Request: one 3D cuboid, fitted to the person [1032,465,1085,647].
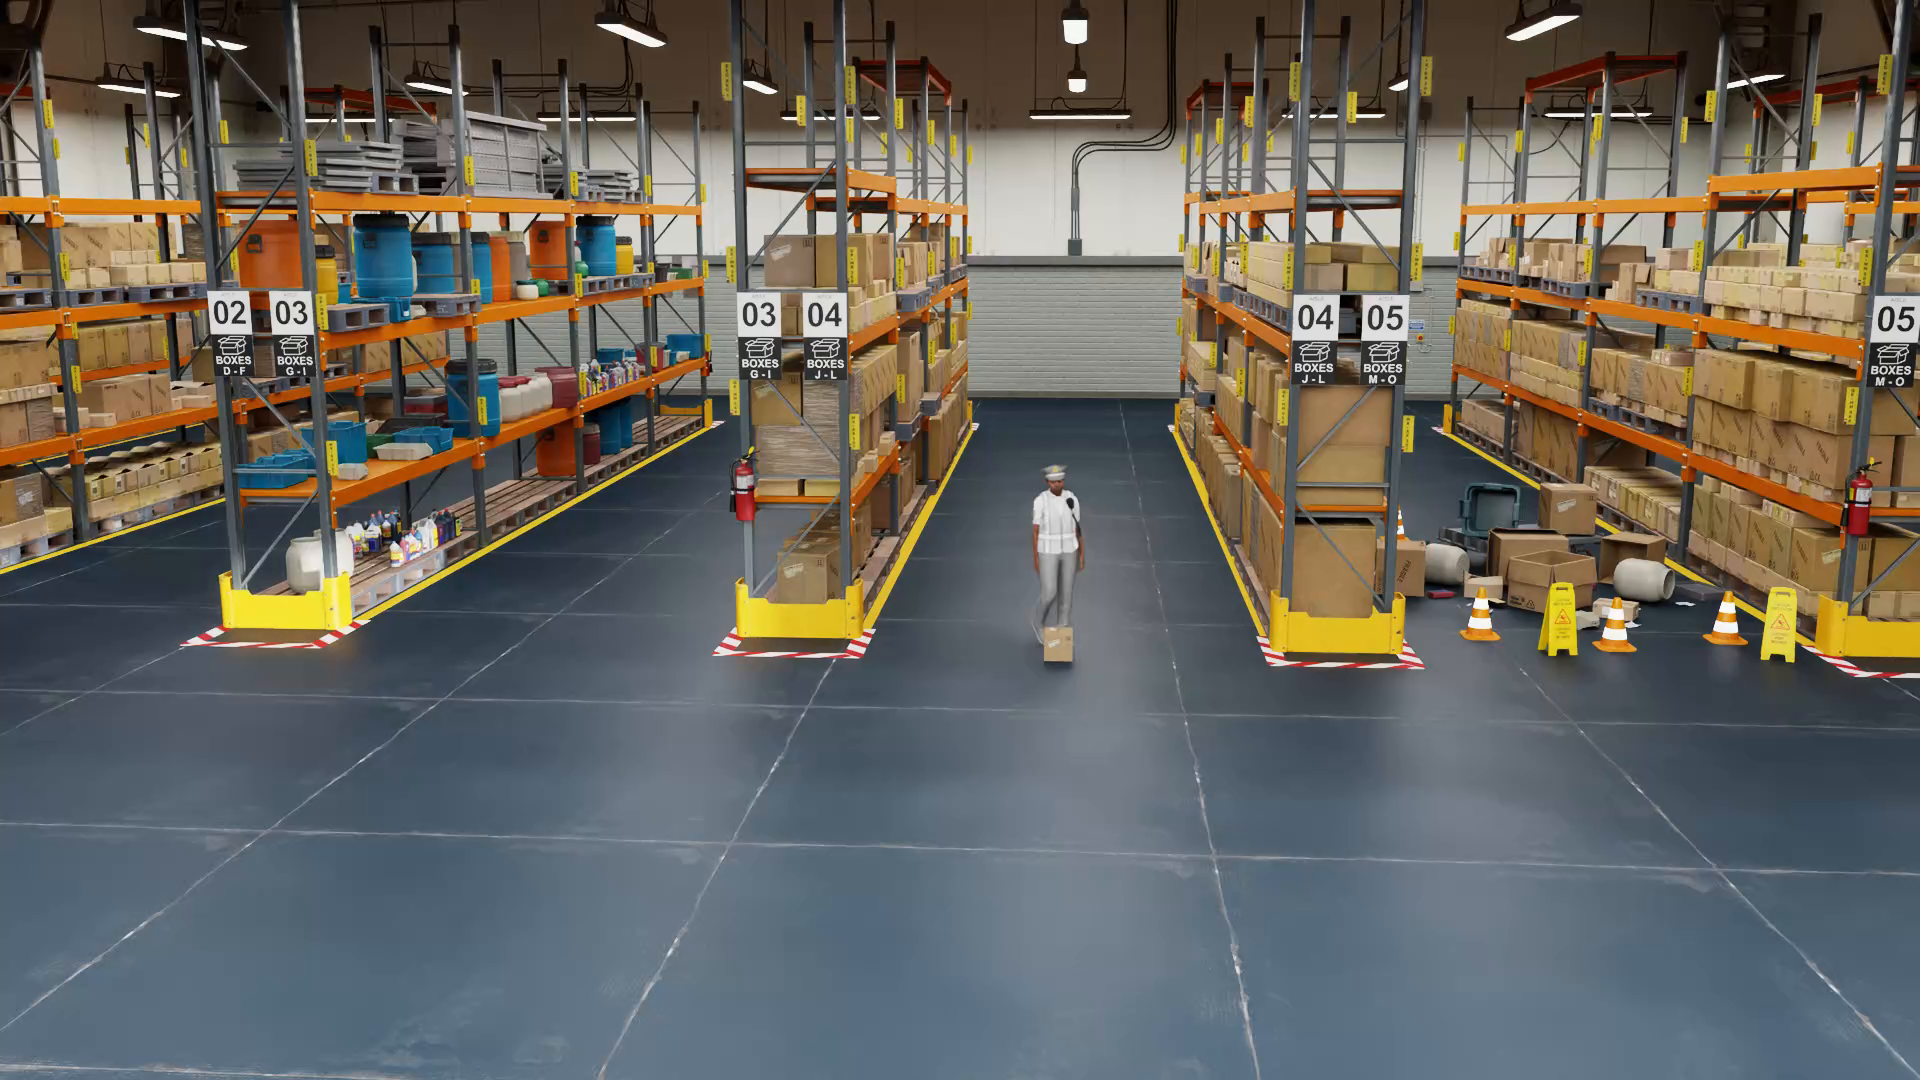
[{"bbox_3d":[0.907,0.148,15.101,0.465,1.683,0.421,-3,11,-14],"label":"person"}]
